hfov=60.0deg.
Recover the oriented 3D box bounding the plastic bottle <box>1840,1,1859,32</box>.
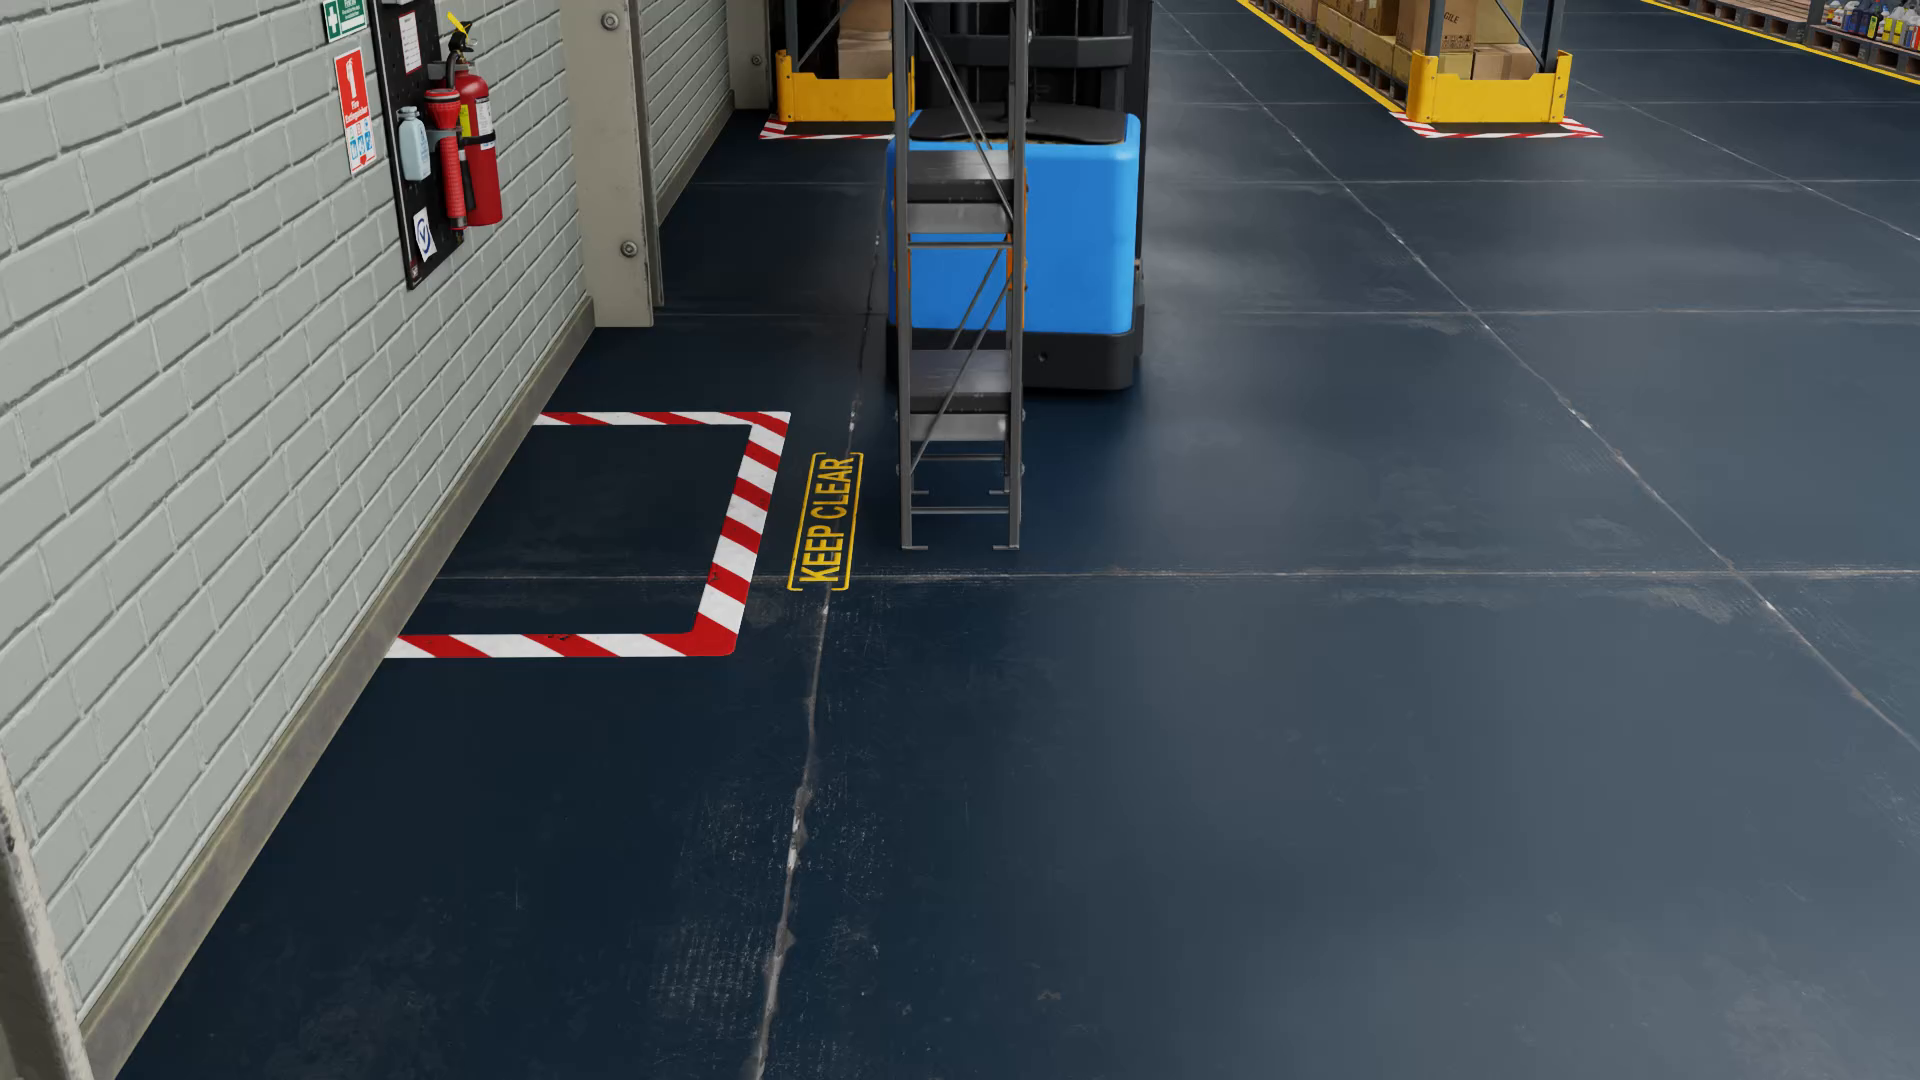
[{"bbox_3d":[8.622,-5.052,16.051,0.152,0.276,0.135,1,24,1],"label":"plastic bottle"}]

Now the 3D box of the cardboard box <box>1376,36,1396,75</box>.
[{"bbox_3d":[3.798,-4.054,13.900,0.500,0.250,0.500,0,24,-1],"label":"cardboard box"}]

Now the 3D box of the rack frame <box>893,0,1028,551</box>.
[{"bbox_3d":[0.001,-0.924,5.246,0.400,2.100,0.015,0,24,-1],"label":"rack frame"}]

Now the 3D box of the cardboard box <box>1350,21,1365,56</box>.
[{"bbox_3d":[3.787,-4.466,14.812,0.500,0.250,0.500,0,24,-1],"label":"cardboard box"}]

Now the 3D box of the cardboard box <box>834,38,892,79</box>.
[{"bbox_3d":[-0.755,-3.927,13.521,0.500,0.311,0.500,-3,25,-7],"label":"cardboard box"}]

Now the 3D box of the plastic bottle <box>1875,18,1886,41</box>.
[{"bbox_3d":[8.601,-4.755,15.486,0.097,0.201,0.097,0,24,0],"label":"plastic bottle"}]

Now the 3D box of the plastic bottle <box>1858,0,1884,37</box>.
[{"bbox_3d":[8.622,-4.940,15.713,0.144,0.351,0.185,-1,24,-3],"label":"plastic bottle"}]

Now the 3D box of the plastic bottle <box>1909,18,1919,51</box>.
[{"bbox_3d":[8.636,-4.529,14.895,0.152,0.276,0.135,0,24,0],"label":"plastic bottle"}]

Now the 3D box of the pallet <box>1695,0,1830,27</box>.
[{"bbox_3d":[8.962,-5.916,18.574,1.003,0.211,1.213,0,24,-1],"label":"pallet"}]

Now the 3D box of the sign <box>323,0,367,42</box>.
[{"bbox_3d":[-1.744,-1.491,4.720,0.001,0.109,0.331,0,24,-1],"label":"sign"}]

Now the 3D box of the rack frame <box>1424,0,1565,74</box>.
[{"bbox_3d":[4.116,-4.690,12.479,1.000,3.000,0.127,0,24,-1],"label":"rack frame"}]

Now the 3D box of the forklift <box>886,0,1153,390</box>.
[{"bbox_3d":[0.358,-2.535,7.799,1.130,2.935,3.031,3,24,6],"label":"forklift"}]

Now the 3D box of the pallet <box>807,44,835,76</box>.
[{"bbox_3d":[-0.822,-4.263,14.920,1.003,0.211,1.213,0,24,-1],"label":"pallet"}]

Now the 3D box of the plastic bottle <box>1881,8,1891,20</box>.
[{"bbox_3d":[8.661,-4.843,15.596,0.097,0.271,0.097,0,24,0],"label":"plastic bottle"}]

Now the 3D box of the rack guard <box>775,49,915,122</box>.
[{"bbox_3d":[-0.838,-3.558,13.011,1.175,0.500,0.348,0,24,-1],"label":"rack guard"}]

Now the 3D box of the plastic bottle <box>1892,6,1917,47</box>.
[{"bbox_3d":[8.628,-4.688,15.156,0.144,0.351,0.185,1,24,2],"label":"plastic bottle"}]

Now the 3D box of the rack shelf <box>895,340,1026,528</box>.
[{"bbox_3d":[-0.002,-0.375,5.762,0.431,0.518,0.480,0,24,-1],"label":"rack shelf"}]

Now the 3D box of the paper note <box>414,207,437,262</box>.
[{"bbox_3d":[-1.722,-0.985,5.357,0.016,0.148,0.142,0,24,-1],"label":"paper note"}]

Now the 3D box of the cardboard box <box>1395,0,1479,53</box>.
[{"bbox_3d":[3.813,-4.190,13.291,0.500,0.500,0.500,0,24,-1],"label":"cardboard box"}]

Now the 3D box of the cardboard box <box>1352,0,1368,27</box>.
[{"bbox_3d":[3.783,-4.808,14.657,0.500,0.500,0.500,0,24,-1],"label":"cardboard box"}]

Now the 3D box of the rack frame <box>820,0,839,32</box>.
[{"bbox_3d":[-0.881,-6.314,16.071,1.000,3.000,0.127,0,24,-1],"label":"rack frame"}]

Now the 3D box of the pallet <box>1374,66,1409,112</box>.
[{"bbox_3d":[4.066,-3.734,13.750,1.003,0.211,1.213,0,24,-1],"label":"pallet"}]

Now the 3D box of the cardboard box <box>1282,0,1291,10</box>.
[{"bbox_3d":[3.769,-5.865,17.906,0.500,0.250,0.500,0,24,1],"label":"cardboard box"}]

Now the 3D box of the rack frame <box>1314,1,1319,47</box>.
[{"bbox_3d":[4.073,-6.338,16.124,1.000,3.000,0.127,0,24,-1],"label":"rack frame"}]

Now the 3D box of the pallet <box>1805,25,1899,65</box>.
[{"bbox_3d":[8.991,-4.811,16.132,1.003,0.211,1.213,0,24,-1],"label":"pallet"}]

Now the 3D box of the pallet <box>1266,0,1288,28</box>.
[{"bbox_3d":[4.009,-5.875,18.483,1.003,0.211,1.213,0,24,-1],"label":"pallet"}]

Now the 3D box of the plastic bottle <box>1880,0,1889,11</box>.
[{"bbox_3d":[8.764,-5.018,15.887,0.144,0.351,0.185,0,24,-1],"label":"plastic bottle"}]

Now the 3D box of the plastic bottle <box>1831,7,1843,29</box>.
[{"bbox_3d":[8.592,-5.109,16.268,0.097,0.201,0.097,0,24,0],"label":"plastic bottle"}]

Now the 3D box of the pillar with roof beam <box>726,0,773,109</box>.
[{"bbox_3d":[2.595,-7.703,11.862,9.100,9.000,0.400,0,24,-1],"label":"pillar with roof beam"}]

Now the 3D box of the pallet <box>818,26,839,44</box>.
[{"bbox_3d":[-0.838,-4.767,16.034,1.003,0.211,1.213,0,24,-1],"label":"pallet"}]

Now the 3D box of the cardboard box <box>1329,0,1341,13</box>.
[{"bbox_3d":[3.778,-5.220,15.568,0.500,0.500,0.500,0,24,-1],"label":"cardboard box"}]

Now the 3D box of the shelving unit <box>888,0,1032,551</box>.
[{"bbox_3d":[-0.002,-1.025,5.468,0.431,2.100,0.503,0,24,-1],"label":"shelving unit"}]

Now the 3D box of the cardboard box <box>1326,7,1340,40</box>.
[{"bbox_3d":[3.775,-4.878,15.723,0.500,0.250,0.500,0,24,-1],"label":"cardboard box"}]

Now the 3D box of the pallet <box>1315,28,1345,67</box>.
[{"bbox_3d":[4.039,-4.740,15.973,1.003,0.211,1.213,0,24,-1],"label":"pallet"}]

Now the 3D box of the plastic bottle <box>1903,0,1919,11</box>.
[{"bbox_3d":[9.177,-5.088,16.039,0.144,0.351,0.185,0,24,-1],"label":"plastic bottle"}]

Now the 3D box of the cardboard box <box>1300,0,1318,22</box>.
[{"bbox_3d":[3.778,-5.446,16.979,0.500,0.250,0.500,0,24,-1],"label":"cardboard box"}]

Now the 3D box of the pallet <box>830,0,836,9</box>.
[{"bbox_3d":[-0.907,-5.868,18.469,1.003,0.211,1.213,0,24,-1],"label":"pallet"}]

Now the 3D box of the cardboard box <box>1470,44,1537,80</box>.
[{"bbox_3d":[4.333,-3.850,13.450,0.500,0.250,0.500,0,24,-1],"label":"cardboard box"}]

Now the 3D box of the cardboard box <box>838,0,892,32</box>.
[{"bbox_3d":[-0.719,-4.550,14.671,0.700,0.500,0.500,-2,24,-4],"label":"cardboard box"}]
